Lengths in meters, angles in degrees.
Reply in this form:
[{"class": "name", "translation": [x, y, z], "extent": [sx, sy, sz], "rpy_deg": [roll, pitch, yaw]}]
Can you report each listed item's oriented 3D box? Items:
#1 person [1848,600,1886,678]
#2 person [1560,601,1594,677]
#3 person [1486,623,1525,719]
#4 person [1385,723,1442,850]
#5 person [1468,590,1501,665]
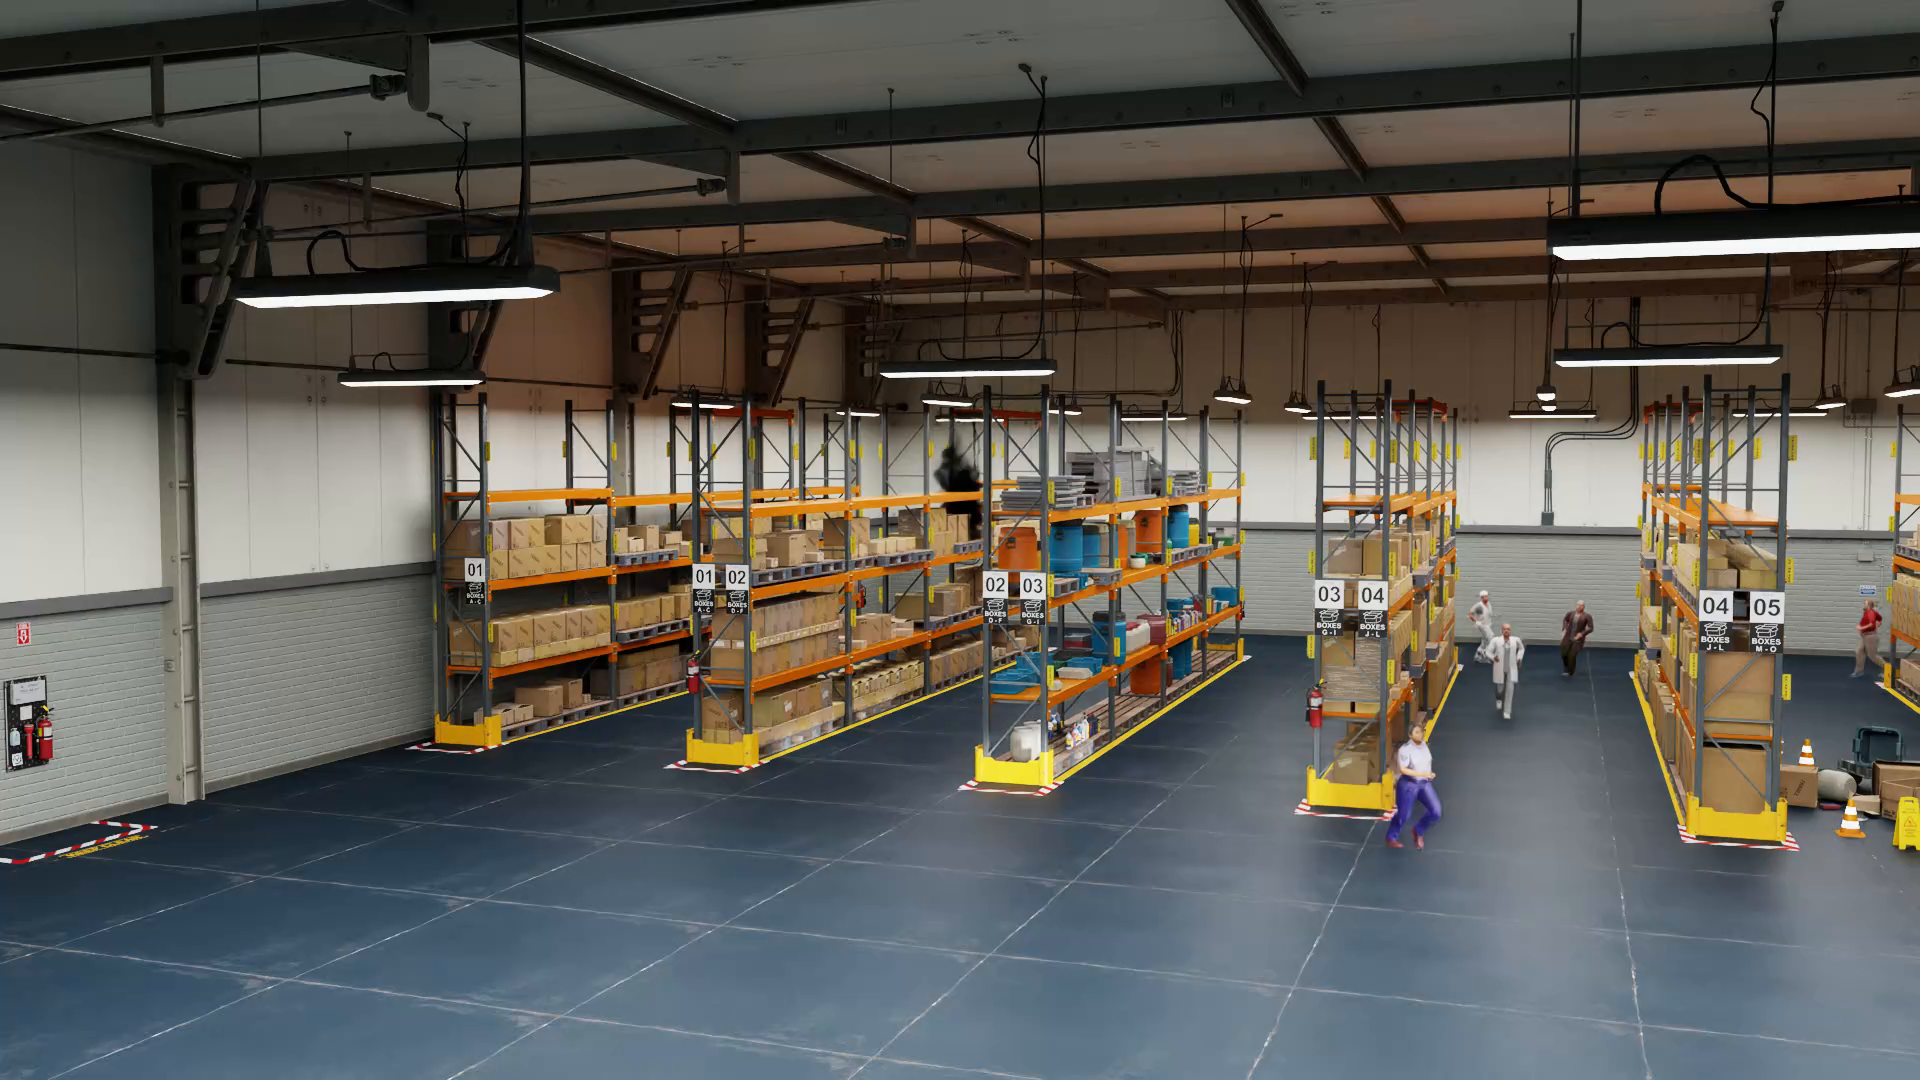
[{"class": "person", "translation": [20.007, 2.201, 36.482], "extent": [0.857, 1.766, 0.670], "rpy_deg": [1, 3, 24]}, {"class": "person", "translation": [13.624, 2.194, 36.723], "extent": [0.744, 1.723, 0.598], "rpy_deg": [3, 4, 40]}, {"class": "person", "translation": [10.236, 2.445, 31.179], "extent": [0.712, 1.756, 0.966], "rpy_deg": [1, 3, 12]}, {"class": "person", "translation": [5.682, 3.074, 20.718], "extent": [0.617, 1.600, 0.811], "rpy_deg": [-1, 3, -25]}, {"class": "person", "translation": [12.302, 2.062, 38.951], "extent": [0.676, 1.770, 0.661], "rpy_deg": [2, 4, 38]}]
